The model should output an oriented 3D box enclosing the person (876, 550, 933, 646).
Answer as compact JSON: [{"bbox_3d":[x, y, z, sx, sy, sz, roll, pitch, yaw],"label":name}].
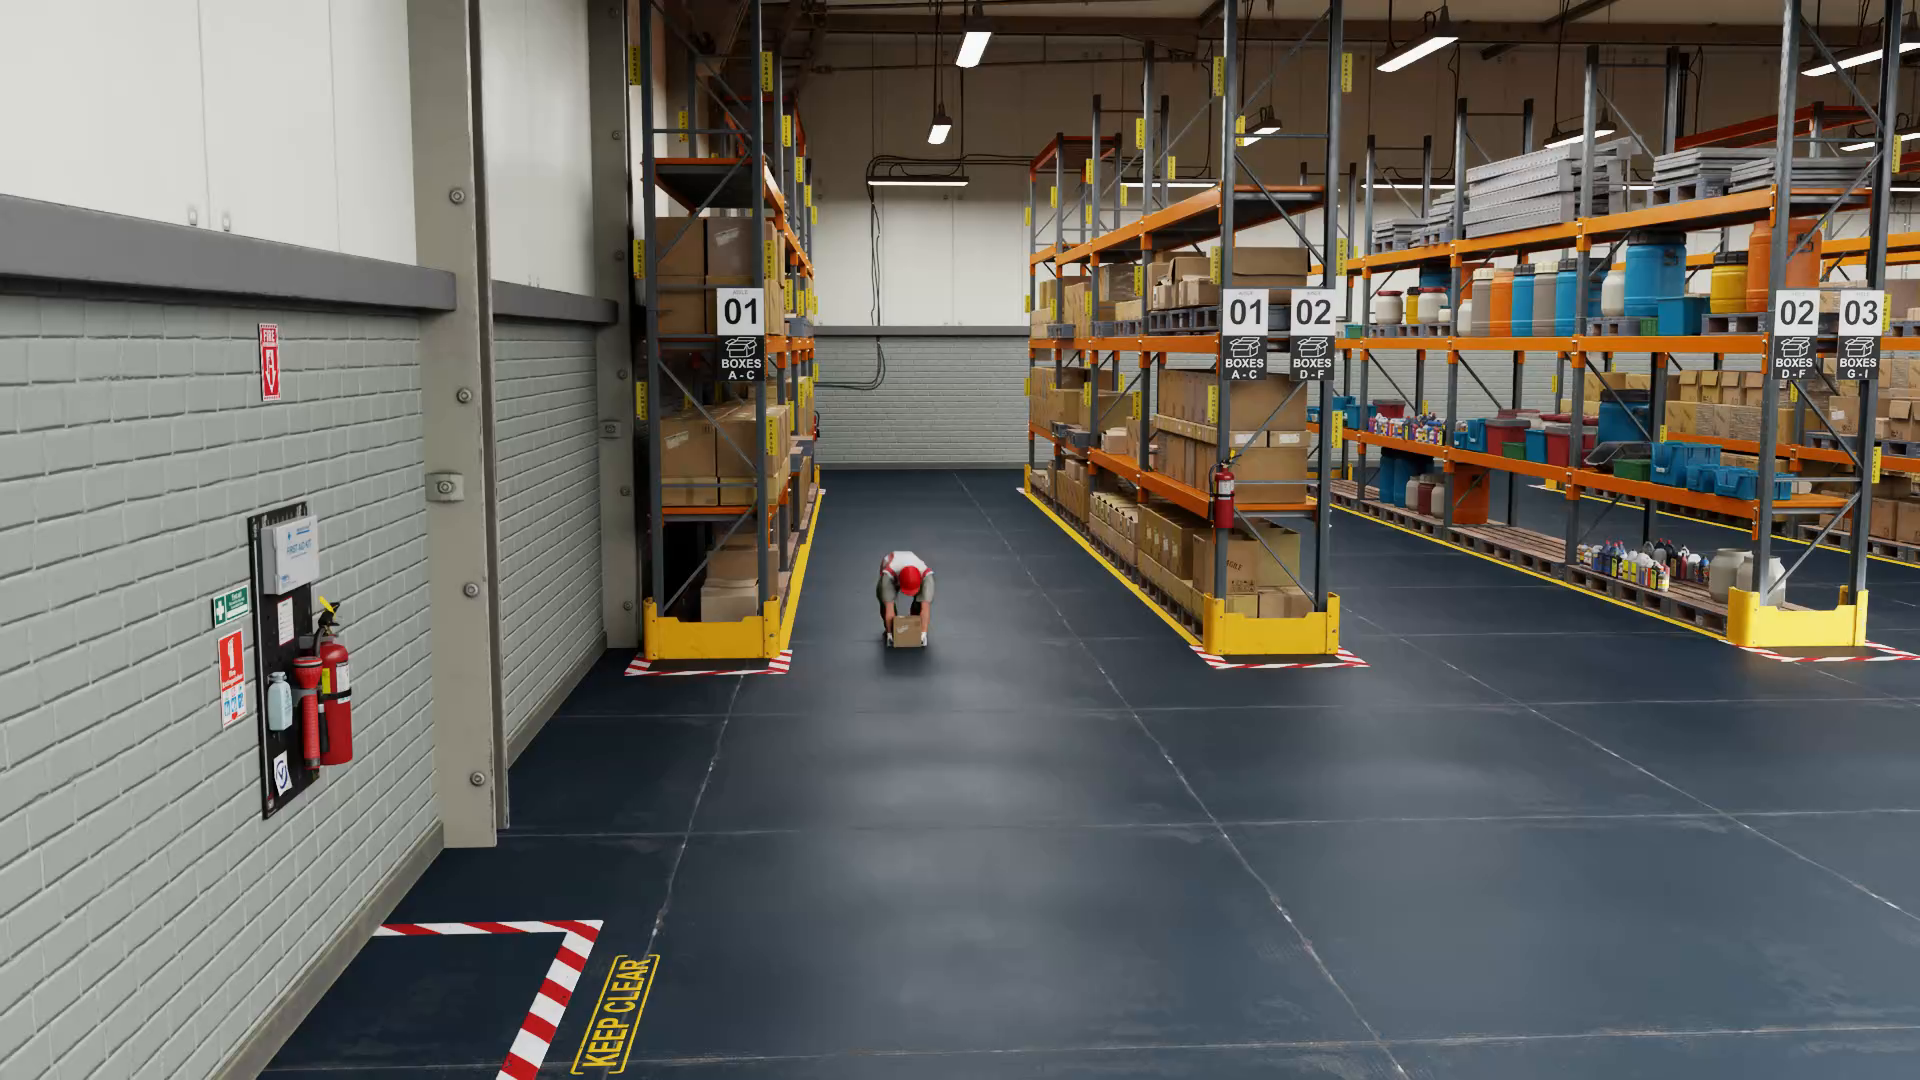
[{"bbox_3d":[-0.514,0.533,15.422,0.519,0.831,0.966,-1,7,-5],"label":"person"}]
